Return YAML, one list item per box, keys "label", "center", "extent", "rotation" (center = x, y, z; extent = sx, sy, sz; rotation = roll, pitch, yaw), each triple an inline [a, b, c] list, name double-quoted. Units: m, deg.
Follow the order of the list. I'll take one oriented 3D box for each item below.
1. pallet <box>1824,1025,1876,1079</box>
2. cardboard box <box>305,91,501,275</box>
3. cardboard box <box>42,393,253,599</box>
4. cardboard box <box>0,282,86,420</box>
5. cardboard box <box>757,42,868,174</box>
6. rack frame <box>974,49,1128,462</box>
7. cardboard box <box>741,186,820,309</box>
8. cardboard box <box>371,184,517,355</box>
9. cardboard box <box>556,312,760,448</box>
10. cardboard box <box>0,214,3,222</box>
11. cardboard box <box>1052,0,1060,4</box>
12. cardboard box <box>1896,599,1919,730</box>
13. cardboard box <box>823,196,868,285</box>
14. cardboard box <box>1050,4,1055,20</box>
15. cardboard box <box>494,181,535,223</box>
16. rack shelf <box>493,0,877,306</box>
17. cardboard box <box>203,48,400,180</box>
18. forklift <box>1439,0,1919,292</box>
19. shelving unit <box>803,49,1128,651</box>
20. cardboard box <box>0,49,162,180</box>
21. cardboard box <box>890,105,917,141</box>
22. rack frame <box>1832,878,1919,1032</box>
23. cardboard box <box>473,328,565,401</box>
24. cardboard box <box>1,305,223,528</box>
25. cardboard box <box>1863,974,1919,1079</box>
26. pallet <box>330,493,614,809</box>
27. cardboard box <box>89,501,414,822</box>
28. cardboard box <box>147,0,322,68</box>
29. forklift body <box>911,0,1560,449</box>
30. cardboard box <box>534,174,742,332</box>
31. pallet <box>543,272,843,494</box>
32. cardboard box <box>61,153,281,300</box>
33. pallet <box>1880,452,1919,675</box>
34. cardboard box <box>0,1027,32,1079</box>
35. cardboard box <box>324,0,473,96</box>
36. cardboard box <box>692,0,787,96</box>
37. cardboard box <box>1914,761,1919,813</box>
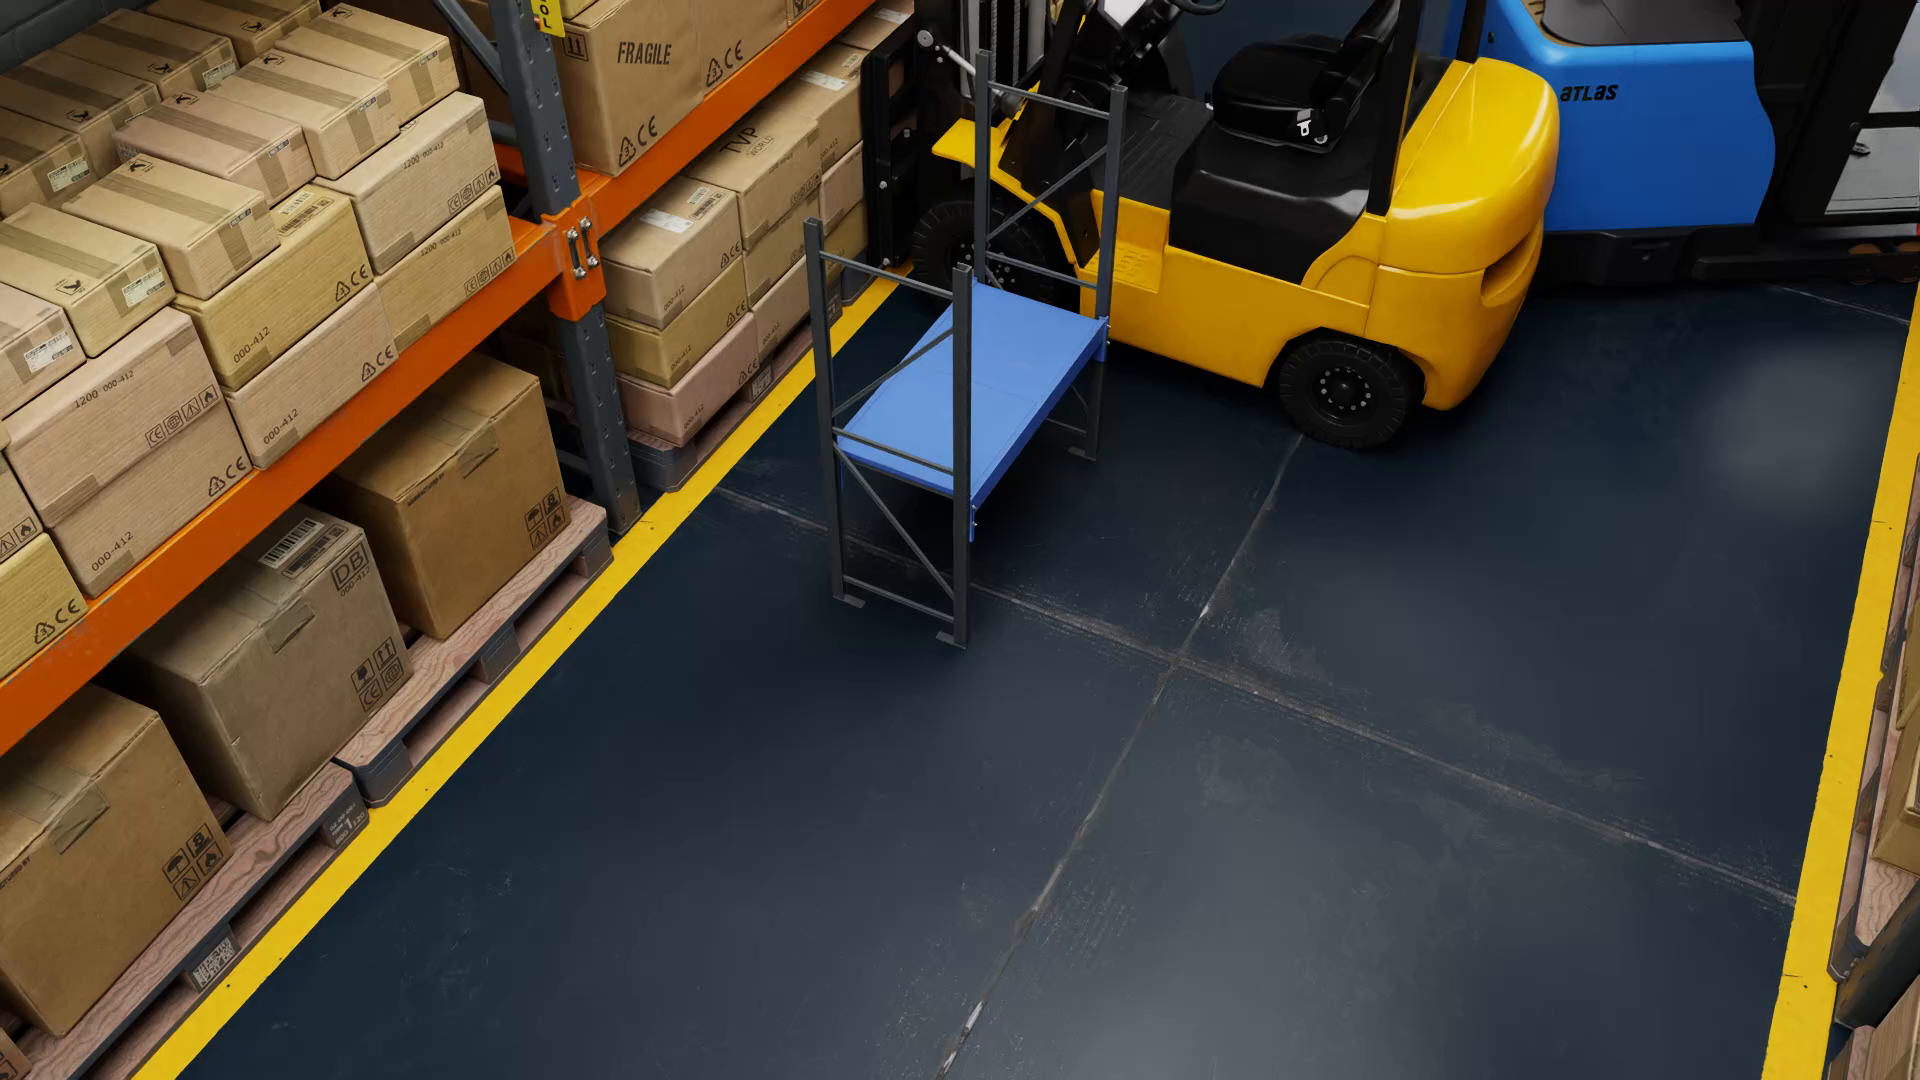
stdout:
- label: "pallet"
  center: [2.455, 1.842, 3.781]
  extent: [1.003, 0.211, 1.213]
  rotation: [20, 49, 19]
- label: "cardboard box"
  center: [-1.585, -0.995, 4.378]
  extent: [0.500, 0.250, 0.500]
  rotation: [19, 48, 18]
- label: "cardboard box"
  center: [-2.072, -0.188, 3.932]
  extent: [0.500, 0.250, 0.500]
  rotation: [21, 49, 19]
- label: "cardboard box"
  center: [-2.112, -0.426, 3.535]
  extent: [0.380, 0.149, 0.250]
  rotation: [21, 49, 19]
- label: "cardboard box"
  center: [-0.614, -1.635, 6.192]
  extent: [0.500, 0.250, 0.500]
  rotation: [22, 49, 20]
- label: "rack frame"
  center: [0.276, -0.901, 5.586]
  extent: [0.500, 1.500, 0.032]
  rotation: [20, 49, 19]
- label: "cardboard box"
  center: [-0.854, -1.143, 6.057]
  extent: [0.500, 0.250, 0.500]
  rotation: [20, 49, 19]
- label: "cardboard box"
  center: [-1.586, -0.809, 4.546]
  extent: [0.500, 0.250, 0.500]
  rotation: [22, 49, 20]
- label: "cardboard box"
  center: [-1.066, -0.642, 5.914]
  extent: [0.500, 0.250, 0.500]
  rotation: [21, 49, 19]
- label: "cardboard box"
  center: [-2.463, -0.753, 3.859]
  extent: [0.380, 0.149, 0.250]
  rotation: [20, 49, 19]
- label: "cardboard box"
  center: [0.324, -2.732, 7.628]
  extent: [0.500, 0.250, 0.500]
  rotation: [20, 49, 19]
- label: "cardboard box"
  center: [3.089, 0.390, 4.894]
  extent: [0.500, 0.250, 0.500]
  rotation: [19, 48, 18]
- label: "cardboard box"
  center: [-0.619, -1.296, 6.560]
  extent: [0.500, 0.250, 0.500]
  rotation: [21, 49, 20]
- label: "cardboard box"
  center: [0.096, -2.256, 7.509]
  extent: [0.500, 0.250, 0.500]
  rotation: [20, 49, 19]
- label: "cardboard box"
  center: [-1.526, -1.172, 5.734]
  extent: [0.500, 0.250, 0.500]
  rotation: [21, 49, 20]
- label: "rack shelf"
  center: [-0.655, -2.273, 6.393]
  extent: [1.077, 0.370, 4.000]
  rotation: [20, 49, 19]
- label: "cardboard box"
  center: [-1.649, -1.072, 4.174]
  extent: [0.380, 0.149, 0.250]
  rotation: [20, 49, 18]
- label: "forklift"
  center: [3.540, -2.444, 6.105]
  extent: [3.031, 2.935, 1.130]
  rotation: [-3, 45, -3]
- label: "shelving unit"
  center: [0.040, -0.581, 5.270]
  extent: [0.538, 1.500, 1.048]
  rotation: [20, 49, 19]
- label: "cardboard box"
  center: [-2.224, -1.069, 4.172]
  extent: [0.380, 0.149, 0.250]
  rotation: [20, 49, 19]
- label: "cardboard box"
  center: [-0.375, -1.774, 6.681]
  extent: [0.500, 0.250, 0.500]
  rotation: [20, 49, 19]
- label: "rack frame"
  center: [2.815, 0.371, 3.275]
  extent: [1.000, 3.000, 0.127]
  rotation: [20, 49, 19]
- label: "cardboard box"
  center: [-1.537, -0.819, 6.089]
  extent: [0.500, 0.250, 0.500]
  rotation: [21, 49, 19]
- label: "cardboard box"
  center: [-2.060, -0.348, 3.739]
  extent: [0.500, 0.250, 0.500]
  rotation: [21, 49, 20]
- label: "cardboard box"
  center: [2.573, 1.478, 3.732]
  extent: [0.950, 0.372, 0.625]
  rotation: [21, 49, 20]
- label: "pallet"
  center: [-1.891, 0.192, 5.412]
  extent: [1.003, 0.211, 1.213]
  rotation: [20, 49, 19]
- label: "cardboard box"
  center: [-2.183, 0.240, 4.778]
  extent: [0.875, 0.625, 0.625]
  rotation: [20, 49, 19]
- label: "cardboard box"
  center: [-1.937, -1.378, 4.477]
  extent: [0.380, 0.149, 0.250]
  rotation: [19, 48, 18]
- label: "forklift body"
  center: [1.009, -1.690, 5.908]
  extent: [2.313, 2.155, 1.214]
  rotation: [20, 49, 19]
- label: "cardboard box"
  center: [-1.081, -0.999, 5.564]
  extent: [0.500, 0.250, 0.500]
  rotation: [20, 49, 18]
- label: "pallet"
  center: [-1.177, -0.773, 6.365]
  extent: [1.003, 0.211, 1.213]
  rotation: [20, 49, 19]
- label: "cardboard box"
  center: [-1.814, -0.725, 3.832]
  extent: [0.380, 0.149, 0.250]
  rotation: [19, 48, 18]
- label: "pallet"
  center: [3.660, 0.145, 5.458]
  extent: [1.003, 0.211, 1.213]
  rotation: [20, 49, 19]
- label: "cardboard box"
  center: [-2.842, 1.139, 3.890]
  extent: [0.875, 0.625, 0.625]
  rotation: [22, 49, 20]
- label: "cardboard box"
  center: [-1.614, -1.673, 5.224]
  extent: [0.500, 0.500, 0.500]
  rotation: [20, 49, 19]
- label: "cardboard box"
  center: [-0.919, -1.828, 5.377]
  extent: [0.500, 0.500, 0.500]
  rotation: [21, 49, 20]
- label: "cardboard box"
  center: [2.852, 0.465, 4.292]
  extent: [0.500, 0.500, 0.500]
  rotation: [20, 49, 19]
